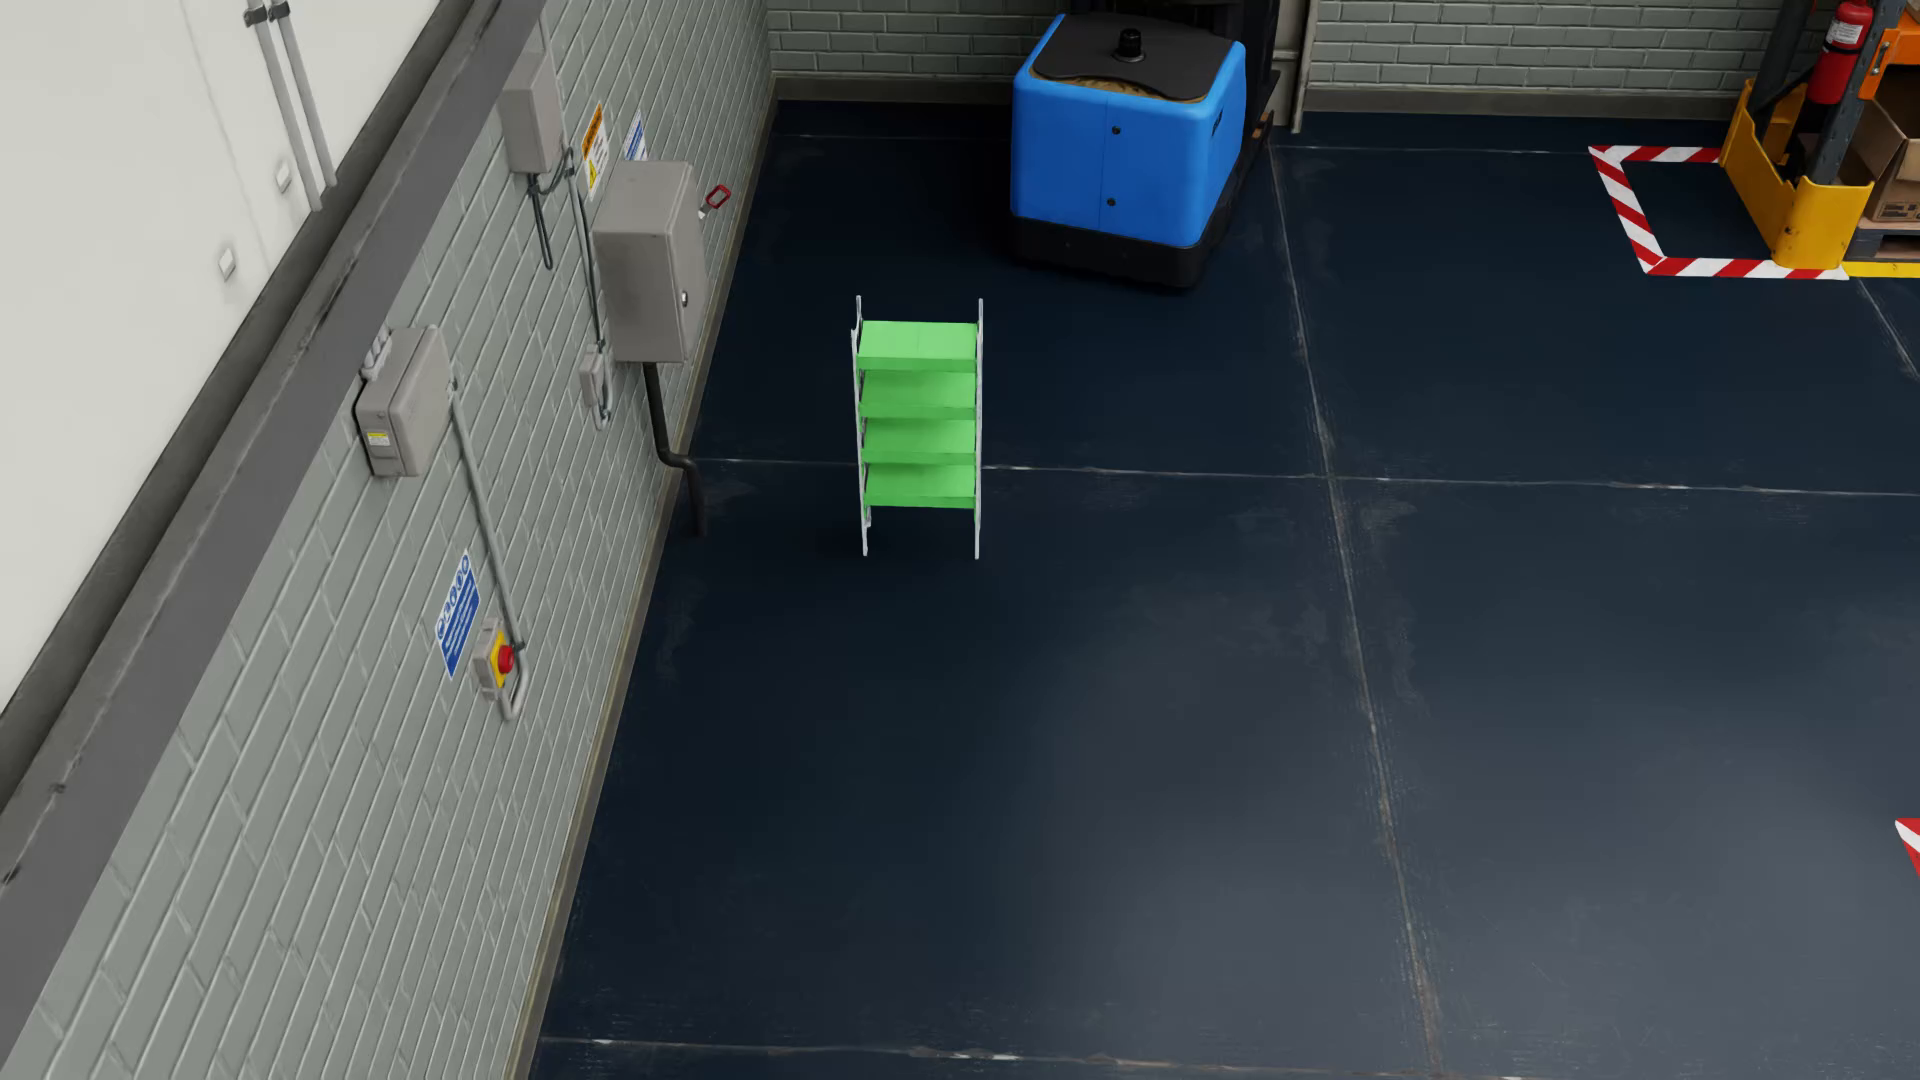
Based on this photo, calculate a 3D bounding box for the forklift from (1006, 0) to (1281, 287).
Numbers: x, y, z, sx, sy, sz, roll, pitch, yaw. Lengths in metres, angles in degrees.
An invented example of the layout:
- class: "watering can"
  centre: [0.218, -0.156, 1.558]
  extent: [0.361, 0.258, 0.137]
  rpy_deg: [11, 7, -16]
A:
- class: "forklift"
  centre: [1.221, -3.403, 8.838]
  extent: [1.130, 2.935, 3.031]
  rpy_deg: [14, 45, 14]

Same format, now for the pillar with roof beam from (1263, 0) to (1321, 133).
- class: "pillar with roof beam"
  centre: [1.650, -2.905, 3.852]
  extent: [0.400, 9.000, 9.100]
  rpy_deg: [2, 43, 2]

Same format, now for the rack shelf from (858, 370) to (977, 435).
- class: "rack shelf"
  centre: [-0.165, -0.573, 6.812]
  extent: [0.480, 0.148, 0.258]
  rpy_deg: [2, 43, 2]

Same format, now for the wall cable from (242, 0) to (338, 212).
- class: "wall cable"
  centre: [-1.418, -1.743, 2.605]
  extent: [0.029, 3.000, 0.463]
  rpy_deg: [2, 43, 2]

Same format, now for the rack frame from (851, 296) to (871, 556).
- class: "rack frame"
  centre: [-0.409, -0.452, 6.940]
  extent: [0.015, 1.200, 0.240]
  rpy_deg: [2, 43, 2]

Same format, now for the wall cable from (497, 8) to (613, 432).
- class: "wall cable"
  centre: [-1.305, -1.060, 5.528]
  extent: [0.122, 1.984, 0.588]
  rpy_deg: [2, 43, 2]

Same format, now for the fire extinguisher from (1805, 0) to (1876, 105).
- class: "fire extinguisher"
  centre: [4.329, -2.470, 8.117]
  extent: [0.183, 0.674, 0.296]
  rpy_deg: [2, 43, 2]

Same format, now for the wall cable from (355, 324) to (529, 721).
- class: "wall cable"
  centre: [-1.357, -0.106, 4.480]
  extent: [0.123, 1.953, 0.585]
  rpy_deg: [2, 43, 2]

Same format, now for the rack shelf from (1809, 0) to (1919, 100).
- class: "rack shelf"
  centre: [6.494, -2.621, 8.476]
  extent: [4.000, 0.370, 1.077]
  rpy_deg: [2, 43, 2]

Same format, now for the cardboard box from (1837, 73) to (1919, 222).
- class: "cardboard box"
  centre: [5.103, -2.102, 8.915]
  extent: [0.637, 0.503, 0.797]
  rpy_deg: [0, 43, 0]

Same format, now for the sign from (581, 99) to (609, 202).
- class: "sign"
  centre: [-1.326, -1.419, 6.052]
  extent: [0.001, 0.242, 0.339]
  rpy_deg: [2, 43, 2]

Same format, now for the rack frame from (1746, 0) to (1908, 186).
- class: "rack frame"
  centre: [4.497, -2.945, 8.296]
  extent: [0.127, 3.000, 1.000]
  rpy_deg: [2, 43, 2]

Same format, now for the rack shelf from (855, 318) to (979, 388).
- class: "rack shelf"
  centre: [-0.165, -0.749, 6.648]
  extent: [0.480, 0.148, 0.258]
  rpy_deg: [2, 43, 2]

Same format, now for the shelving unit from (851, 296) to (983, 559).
- class: "shelving unit"
  centre: [-0.165, -0.444, 6.932]
  extent: [0.503, 1.200, 0.258]
  rpy_deg: [2, 43, 2]

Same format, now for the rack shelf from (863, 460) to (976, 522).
- class: "rack shelf"
  centre: [-0.165, -0.222, 7.139]
  extent: [0.480, 0.148, 0.258]
  rpy_deg: [2, 43, 2]

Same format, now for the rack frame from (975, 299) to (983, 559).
- class: "rack frame"
  centre: [0.078, -0.437, 6.924]
  extent: [0.015, 1.200, 0.240]
  rpy_deg: [2, 43, 2]

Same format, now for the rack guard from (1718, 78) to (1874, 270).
- class: "rack guard"
  centre: [4.572, -2.028, 9.146]
  extent: [0.348, 0.500, 1.175]
  rpy_deg: [2, 43, 2]

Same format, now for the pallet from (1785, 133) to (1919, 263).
- class: "pallet"
  centre: [5.369, -1.899, 9.219]
  extent: [1.213, 0.211, 1.003]
  rpy_deg: [2, 43, 2]

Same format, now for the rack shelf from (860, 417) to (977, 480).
- class: "rack shelf"
  centre: [-0.165, -0.397, 6.975]
  extent: [0.480, 0.148, 0.258]
  rpy_deg: [2, 43, 2]

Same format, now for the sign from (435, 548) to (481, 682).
- class: "sign"
  centre: [-1.421, 0.210, 4.711]
  extent: [0.001, 0.218, 0.327]
  rpy_deg: [2, 43, 2]

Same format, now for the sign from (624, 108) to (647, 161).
- class: "sign"
  centre: [-1.302, -1.456, 6.768]
  extent: [0.001, 0.494, 0.329]
  rpy_deg: [2, 43, 2]

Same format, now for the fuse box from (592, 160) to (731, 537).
- class: "fuse box"
  centre: [-1.117, -0.677, 6.807]
  extent: [0.414, 1.711, 0.539]
  rpy_deg: [2, 43, 2]
